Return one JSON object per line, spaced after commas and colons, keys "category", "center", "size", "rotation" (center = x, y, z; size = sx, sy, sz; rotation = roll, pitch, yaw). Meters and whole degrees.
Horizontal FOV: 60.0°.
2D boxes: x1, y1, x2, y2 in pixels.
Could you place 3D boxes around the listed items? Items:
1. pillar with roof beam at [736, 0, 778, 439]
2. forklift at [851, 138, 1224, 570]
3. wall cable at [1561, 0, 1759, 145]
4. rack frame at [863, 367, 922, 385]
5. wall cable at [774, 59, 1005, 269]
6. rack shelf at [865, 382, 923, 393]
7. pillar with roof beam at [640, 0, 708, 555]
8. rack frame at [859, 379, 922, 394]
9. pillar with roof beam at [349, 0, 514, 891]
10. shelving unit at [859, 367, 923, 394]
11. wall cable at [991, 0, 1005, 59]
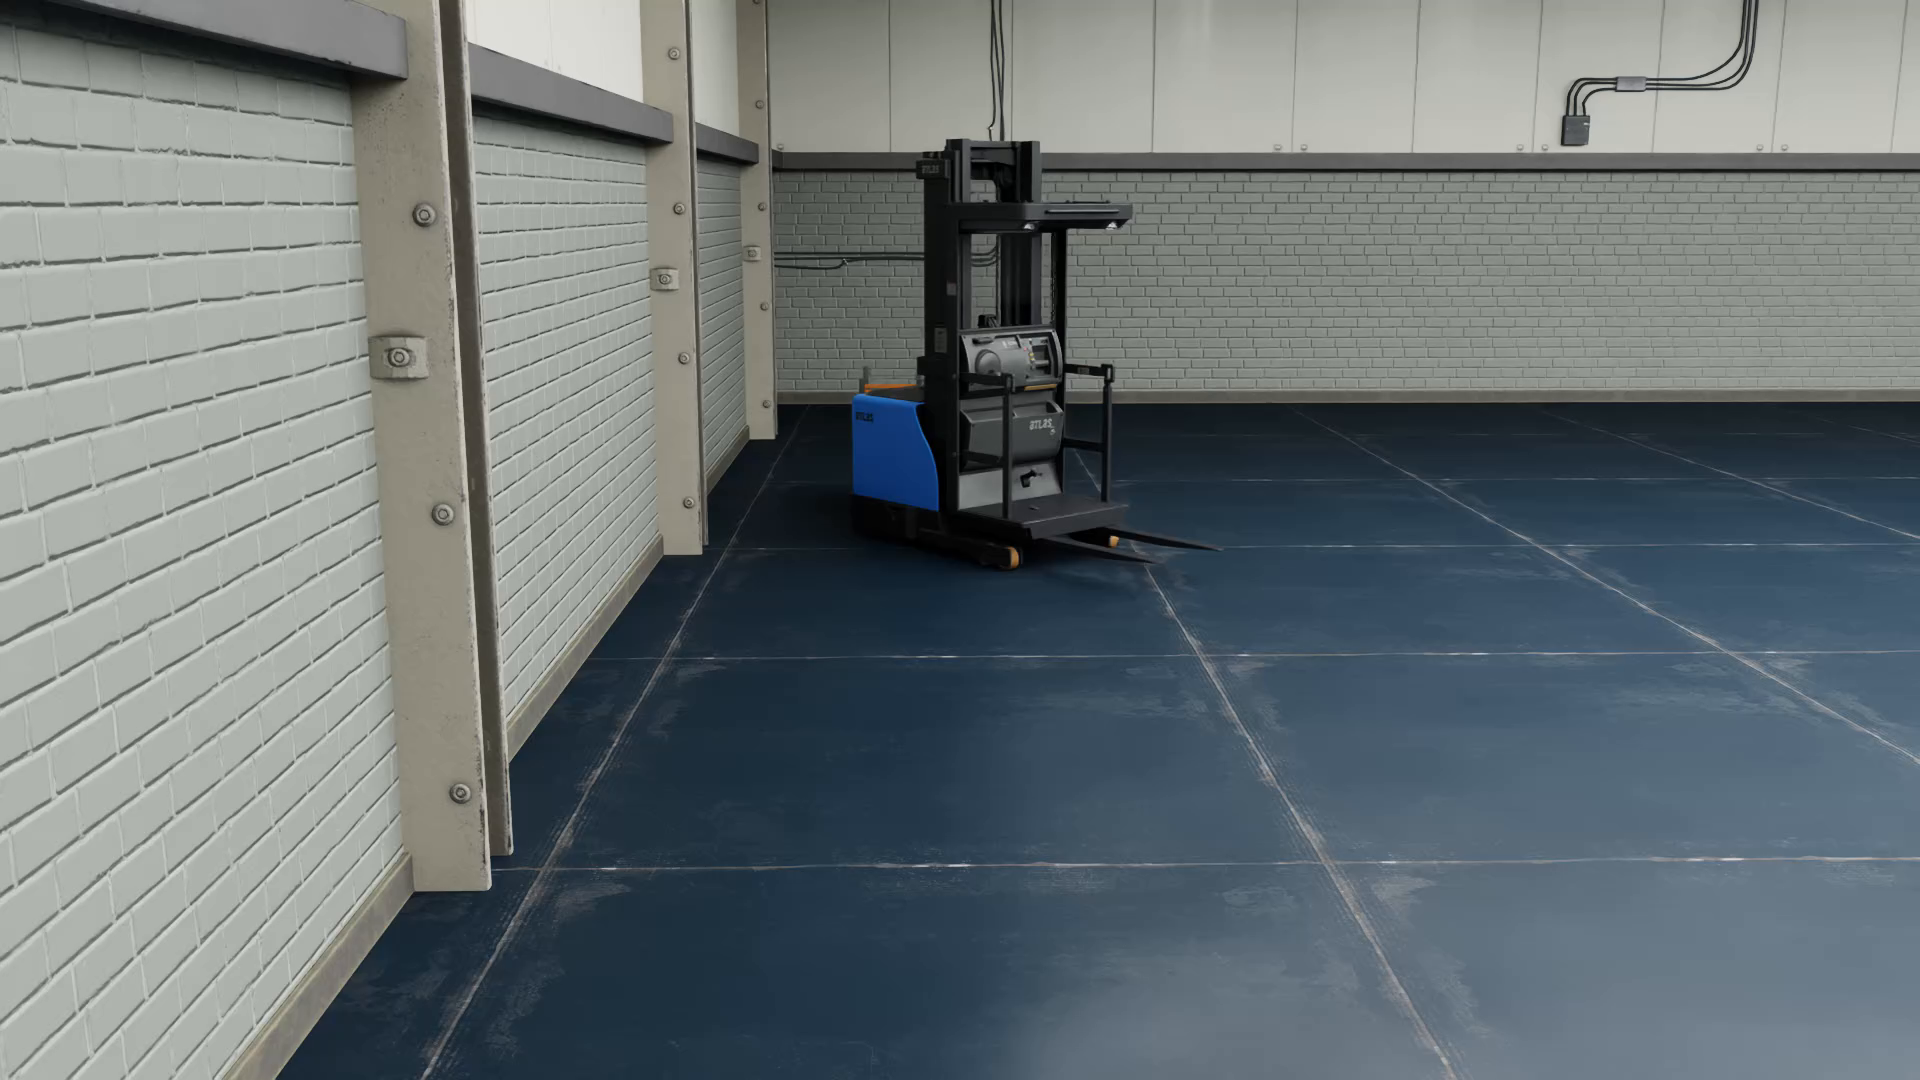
{"category": "pillar with roof beam", "center": [2.149, -5.554, 17.301], "size": [9.100, 9.000, 0.400], "rotation": [0, 11, -1]}
{"category": "forklift", "center": [0.517, -1.339, 11.790], "size": [1.130, 2.935, 3.031], "rotation": [-10, 15, -41]}
{"category": "wall cable", "center": [8.598, -7.830, 19.966], "size": [2.305, 6.003, 0.169], "rotation": [0, 11, -1]}
{"category": "rack frame", "center": [-0.577, -0.928, 14.307], "size": [0.500, 1.125, 0.032], "rotation": [0, 11, -2]}
{"category": "wall cable", "center": [-0.894, -4.605, 20.436], "size": [3.097, 2.526, 0.112], "rotation": [0, 11, -1]}
{"category": "rack shelf", "center": [-0.562, -1.114, 13.750], "size": [0.538, 0.278, 1.000], "rotation": [0, 11, -2]}
{"category": "pillar with roof beam", "center": [2.273, -4.361, 11.422], "size": [9.100, 9.000, 0.400], "rotation": [0, 11, -1]}
{"category": "rack frame", "center": [-0.548, -0.726, 13.311], "size": [0.500, 1.125, 0.032], "rotation": [0, 11, -2]}
{"category": "pillar with roof beam", "center": [2.397, -3.168, 5.543], "size": [9.100, 9.000, 0.400], "rotation": [0, 11, -1]}
{"category": "shelving unit", "center": [-0.562, -0.827, 13.809], "size": [0.538, 1.125, 1.048], "rotation": [0, 11, -2]}
{"category": "wall cable", "center": [1.811, -7.091, 19.988], "size": [3.097, 2.526, 0.112], "rotation": [0, 11, -1]}
